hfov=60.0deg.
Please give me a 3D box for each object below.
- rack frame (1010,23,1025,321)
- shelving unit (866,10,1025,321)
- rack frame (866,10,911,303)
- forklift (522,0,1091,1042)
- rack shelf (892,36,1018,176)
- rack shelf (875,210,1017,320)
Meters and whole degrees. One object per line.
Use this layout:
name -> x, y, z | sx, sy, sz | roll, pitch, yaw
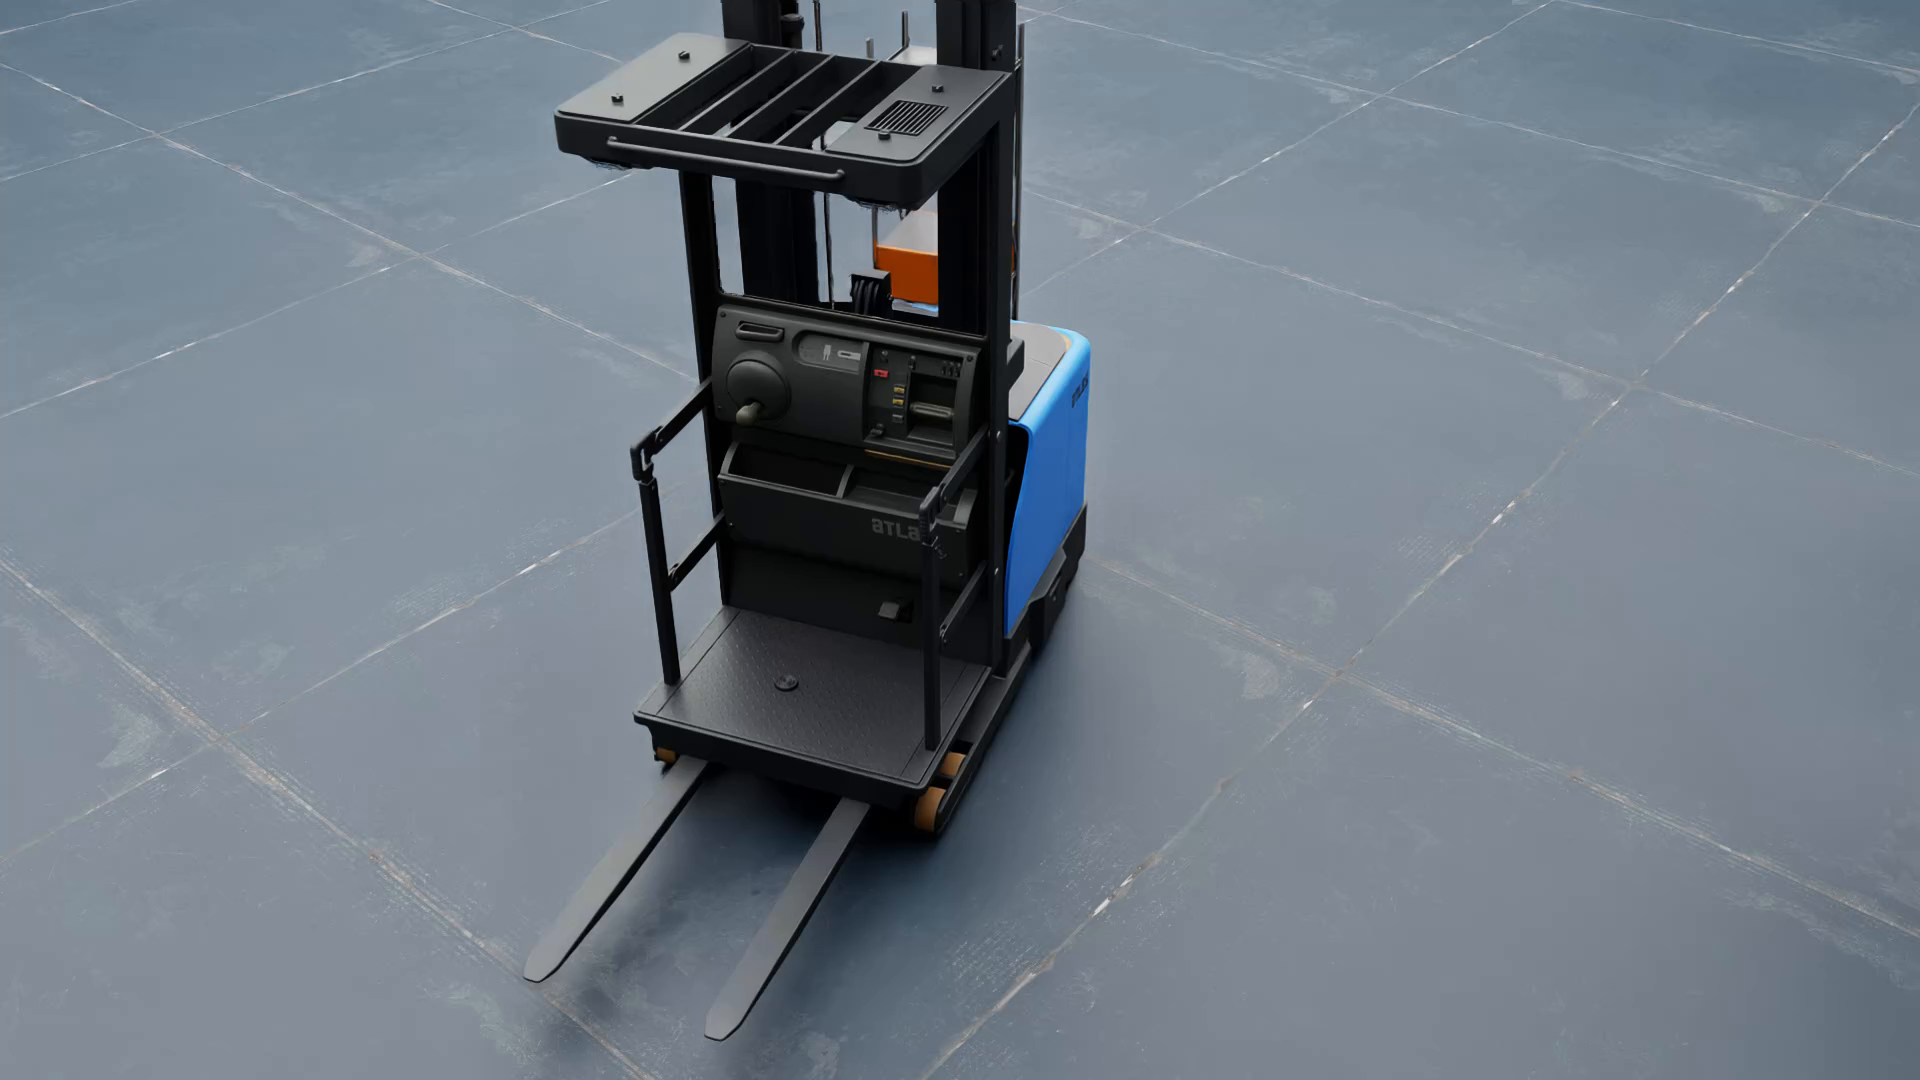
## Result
rack frame -> 0.178, -1.041, 6.911 | 0.015, 2.100, 0.400 | 11, 36, 16
shelving unit -> -0.051, -1.087, 6.979 | 0.503, 2.100, 0.431 | 11, 36, 16
rack frame -> -0.281, -1.134, 7.046 | 0.015, 2.100, 0.400 | 11, 36, 16
forklift -> -0.463, -0.457, 5.326 | 1.130, 2.935, 3.031 | 12, 36, 17
rack shelf -> -0.051, -1.653, 6.590 | 0.480, 0.518, 0.431 | 11, 36, 16
rack shelf -> -0.051, -1.076, 6.986 | 0.480, 0.518, 0.431 | 11, 36, 16
